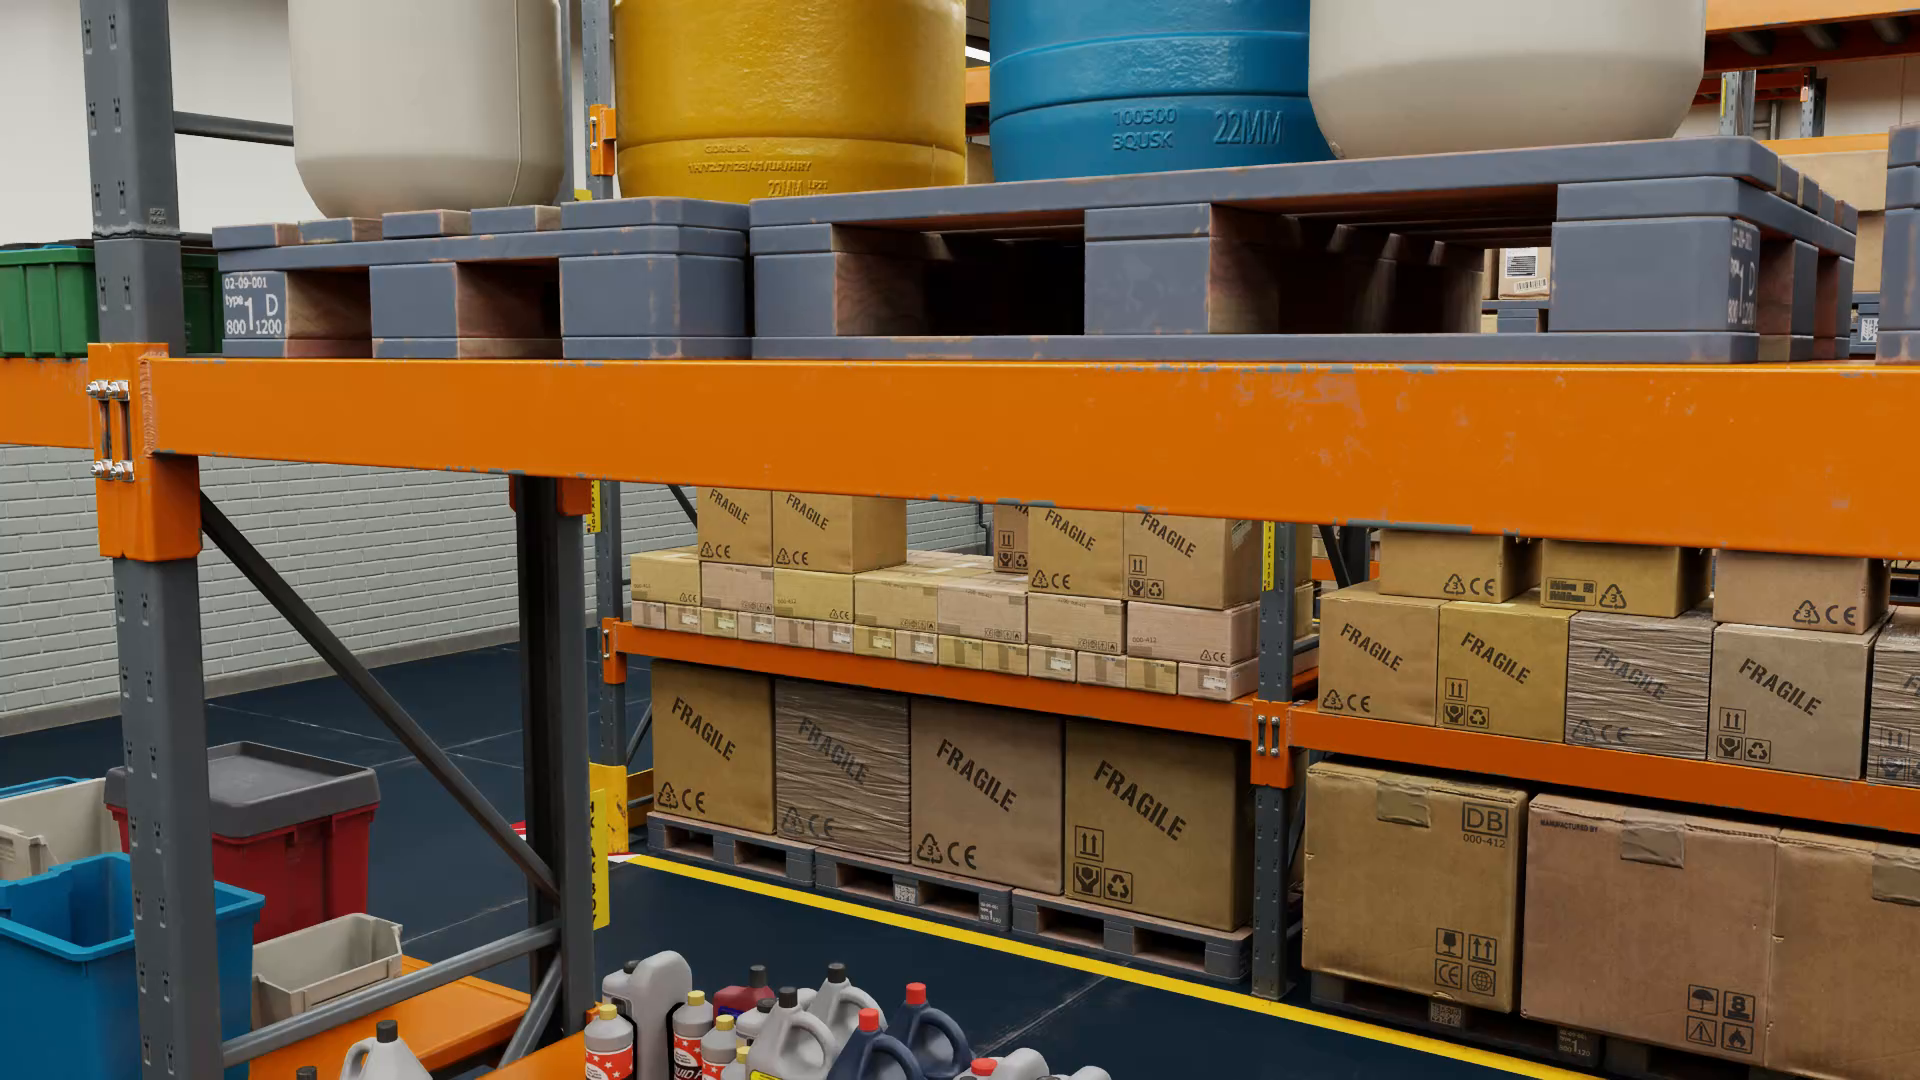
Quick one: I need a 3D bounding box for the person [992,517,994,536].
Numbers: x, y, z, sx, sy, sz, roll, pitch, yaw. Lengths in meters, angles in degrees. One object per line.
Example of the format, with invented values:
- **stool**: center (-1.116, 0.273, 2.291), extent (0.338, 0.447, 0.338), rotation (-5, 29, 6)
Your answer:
- **person**: center (0.672, 0.017, 19.517), extent (0.388, 1.168, 0.820), rotation (4, 8, 31)
